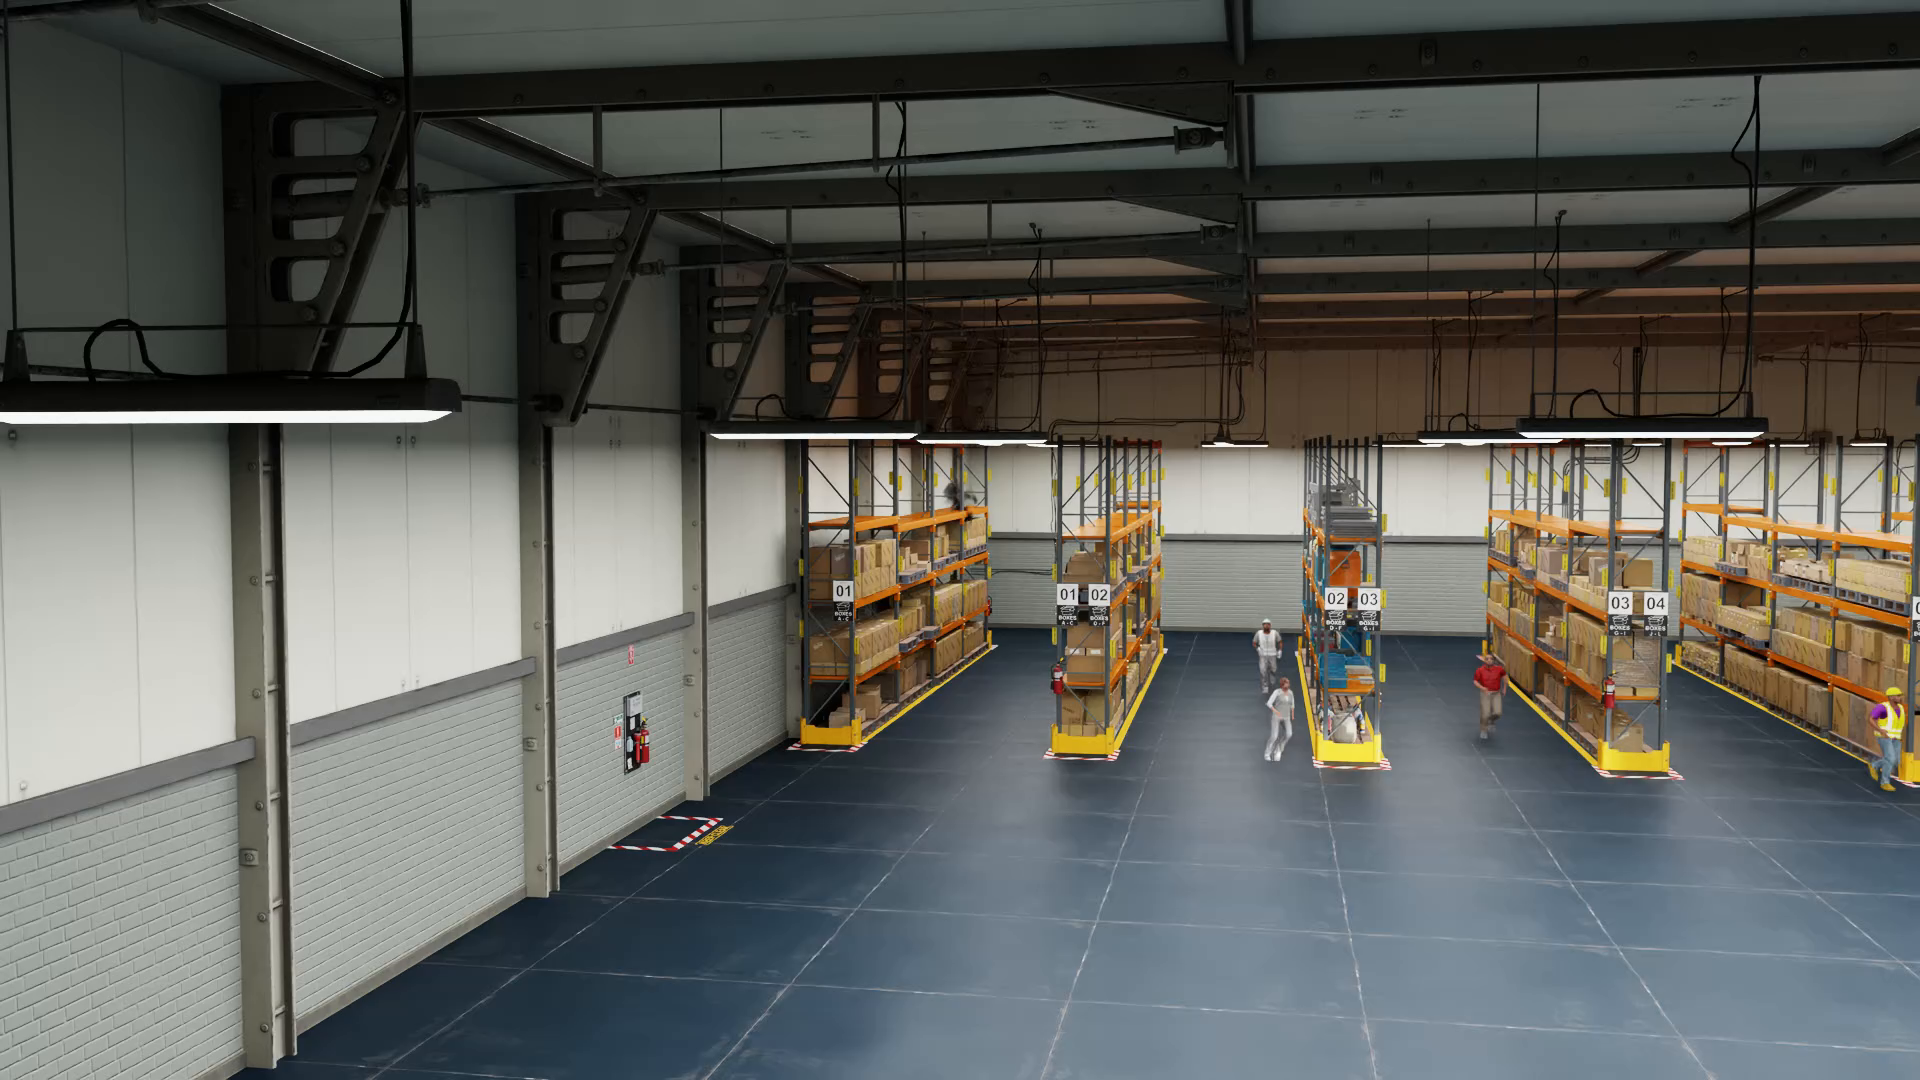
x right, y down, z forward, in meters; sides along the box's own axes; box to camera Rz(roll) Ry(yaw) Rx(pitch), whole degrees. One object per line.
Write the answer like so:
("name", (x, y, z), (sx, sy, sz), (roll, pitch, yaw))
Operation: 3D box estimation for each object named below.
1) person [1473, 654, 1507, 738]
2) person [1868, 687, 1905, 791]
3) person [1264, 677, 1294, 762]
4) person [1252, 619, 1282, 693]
("person", (10.523, 3.101, 32.957), (0.688, 1.688, 0.718), (0, 3, 8))
("person", (15.721, 3.348, 28.230), (0.733, 1.729, 0.636), (-1, 3, -18))
("person", (5.919, 3.287, 30.532), (0.602, 1.551, 0.578), (-1, 3, -13))
("person", (7.288, 2.739, 39.403), (0.713, 1.739, 0.637), (0, 3, 6))
